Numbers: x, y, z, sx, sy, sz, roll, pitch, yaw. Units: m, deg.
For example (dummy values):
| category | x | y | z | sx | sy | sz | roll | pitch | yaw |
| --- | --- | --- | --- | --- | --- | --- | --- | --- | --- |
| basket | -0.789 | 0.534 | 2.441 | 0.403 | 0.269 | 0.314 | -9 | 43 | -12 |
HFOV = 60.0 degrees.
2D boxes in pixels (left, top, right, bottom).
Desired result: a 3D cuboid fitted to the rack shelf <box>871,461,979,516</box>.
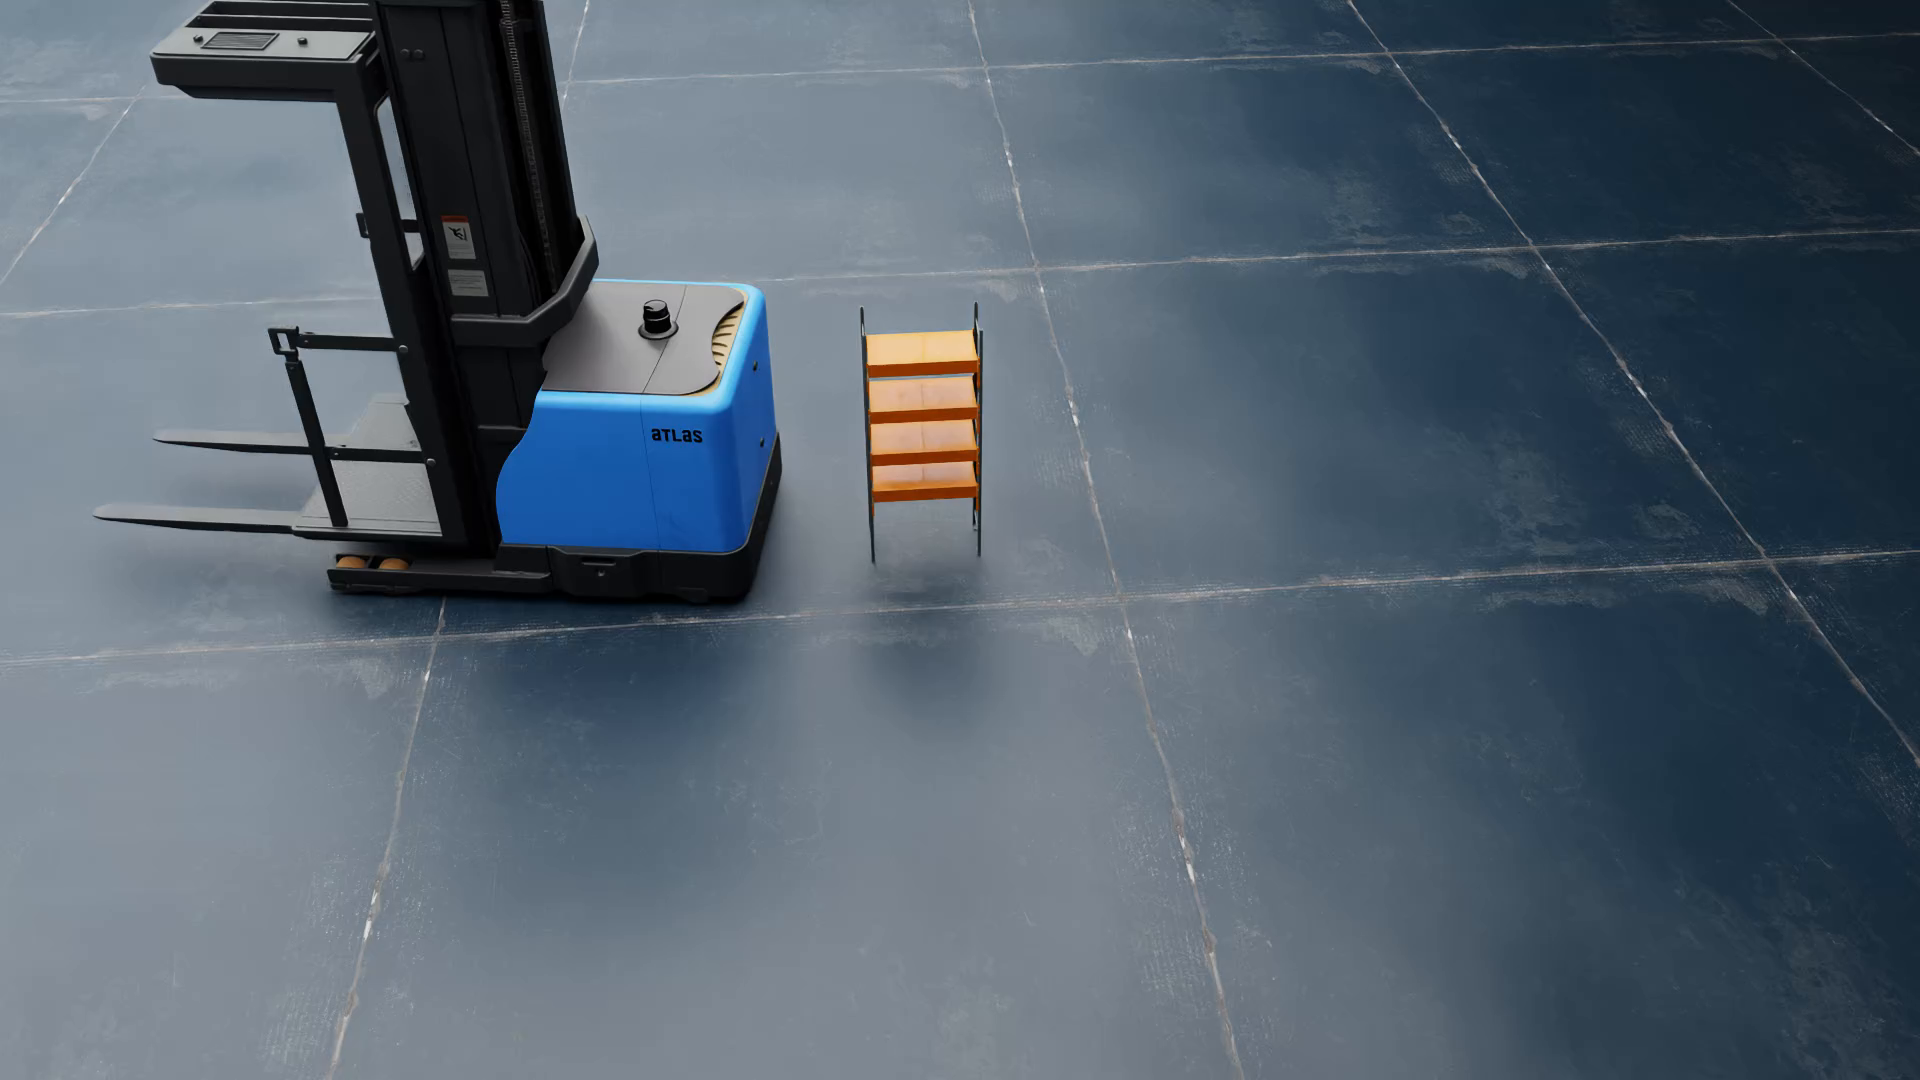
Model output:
| category | x | y | z | sx | sy | sz | roll | pitch | yaw |
| --- | --- | --- | --- | --- | --- | --- | --- | --- | --- |
| rack shelf | -0.165 | -0.253 | 7.532 | 0.480 | 0.148 | 0.258 | -3 | 38 | -4 |

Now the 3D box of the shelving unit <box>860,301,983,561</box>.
| category | x | y | z | sx | sy | sz | roll | pitch | yaw |
| --- | --- | --- | --- | --- | --- | --- | --- | --- | --- |
| shelving unit | -0.165 | -0.462 | 7.367 | 0.503 | 1.200 | 0.258 | -3 | 38 | -4 |

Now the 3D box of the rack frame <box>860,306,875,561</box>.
| category | x | y | z | sx | sy | sz | roll | pitch | yaw |
| --- | --- | --- | --- | --- | --- | --- | --- | --- | --- |
| rack frame | -0.408 | -0.449 | 7.350 | 0.015 | 1.200 | 0.240 | -3 | 38 | -4 |

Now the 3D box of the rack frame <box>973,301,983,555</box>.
| category | x | y | z | sx | sy | sz | roll | pitch | yaw |
| --- | --- | --- | --- | --- | --- | --- | --- | --- | --- |
| rack frame | 0.078 | -0.475 | 7.384 | 0.015 | 1.200 | 0.240 | -3 | 38 | -4 |

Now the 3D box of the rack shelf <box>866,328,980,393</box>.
| category | x | y | z | sx | sy | sz | roll | pitch | yaw |
| --- | --- | --- | --- | --- | --- | --- | --- | --- | --- |
| rack shelf | -0.165 | -0.770 | 7.123 | 0.480 | 0.148 | 0.258 | -3 | 38 | -4 |

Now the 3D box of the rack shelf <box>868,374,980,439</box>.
| category | x | y | z | sx | sy | sz | roll | pitch | yaw |
| --- | --- | --- | --- | --- | --- | --- | --- | --- | --- |
| rack shelf | -0.165 | -0.585 | 7.270 | 0.480 | 0.148 | 0.258 | -3 | 38 | -4 |

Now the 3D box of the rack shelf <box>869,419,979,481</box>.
| category | x | y | z | sx | sy | sz | roll | pitch | yaw |
| --- | --- | --- | --- | --- | --- | --- | --- | --- | --- |
| rack shelf | -0.165 | -0.409 | 7.409 | 0.480 | 0.148 | 0.258 | -3 | 38 | -4 |

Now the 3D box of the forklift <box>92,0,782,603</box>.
| category | x | y | z | sx | sy | sz | roll | pitch | yaw |
| --- | --- | --- | --- | --- | --- | --- | --- | --- | --- |
| forklift | -2.402 | -1.228 | 6.940 | 3.031 | 2.935 | 1.130 | 2 | 38 | 3 |
